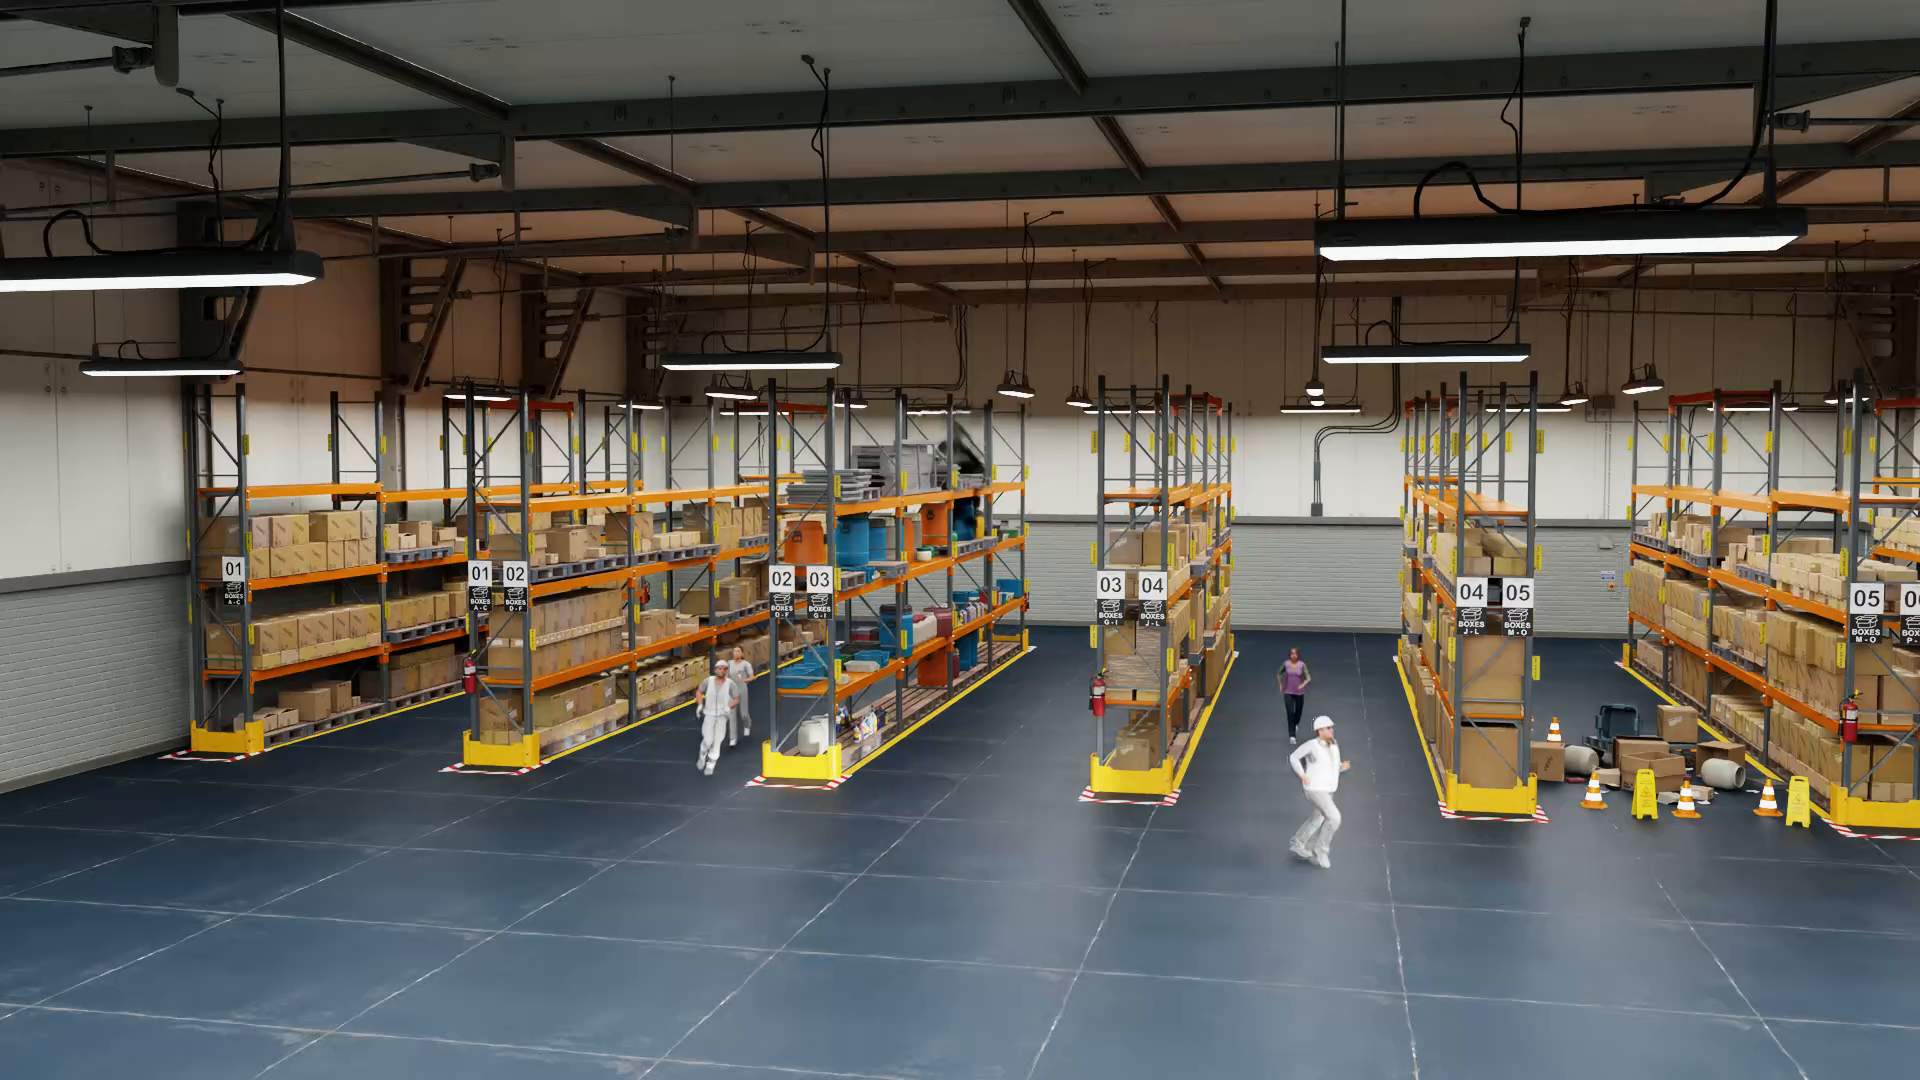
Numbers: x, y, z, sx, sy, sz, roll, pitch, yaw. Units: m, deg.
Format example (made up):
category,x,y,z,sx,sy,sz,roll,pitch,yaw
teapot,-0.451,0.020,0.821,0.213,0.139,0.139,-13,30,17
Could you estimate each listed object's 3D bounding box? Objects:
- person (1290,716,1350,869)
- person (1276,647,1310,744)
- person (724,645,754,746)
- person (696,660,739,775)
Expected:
category,x,y,z,sx,sy,sz,roll,pitch,yaw
person,4.295,2.993,19.884,0.786,1.799,0.637,3,5,44
person,5.620,2.596,28.044,0.559,1.586,0.855,1,3,9
person,-3.721,2.574,27.845,0.575,1.645,0.914,0,3,5
person,-3.679,2.700,25.254,0.662,1.759,0.545,-1,3,-9
